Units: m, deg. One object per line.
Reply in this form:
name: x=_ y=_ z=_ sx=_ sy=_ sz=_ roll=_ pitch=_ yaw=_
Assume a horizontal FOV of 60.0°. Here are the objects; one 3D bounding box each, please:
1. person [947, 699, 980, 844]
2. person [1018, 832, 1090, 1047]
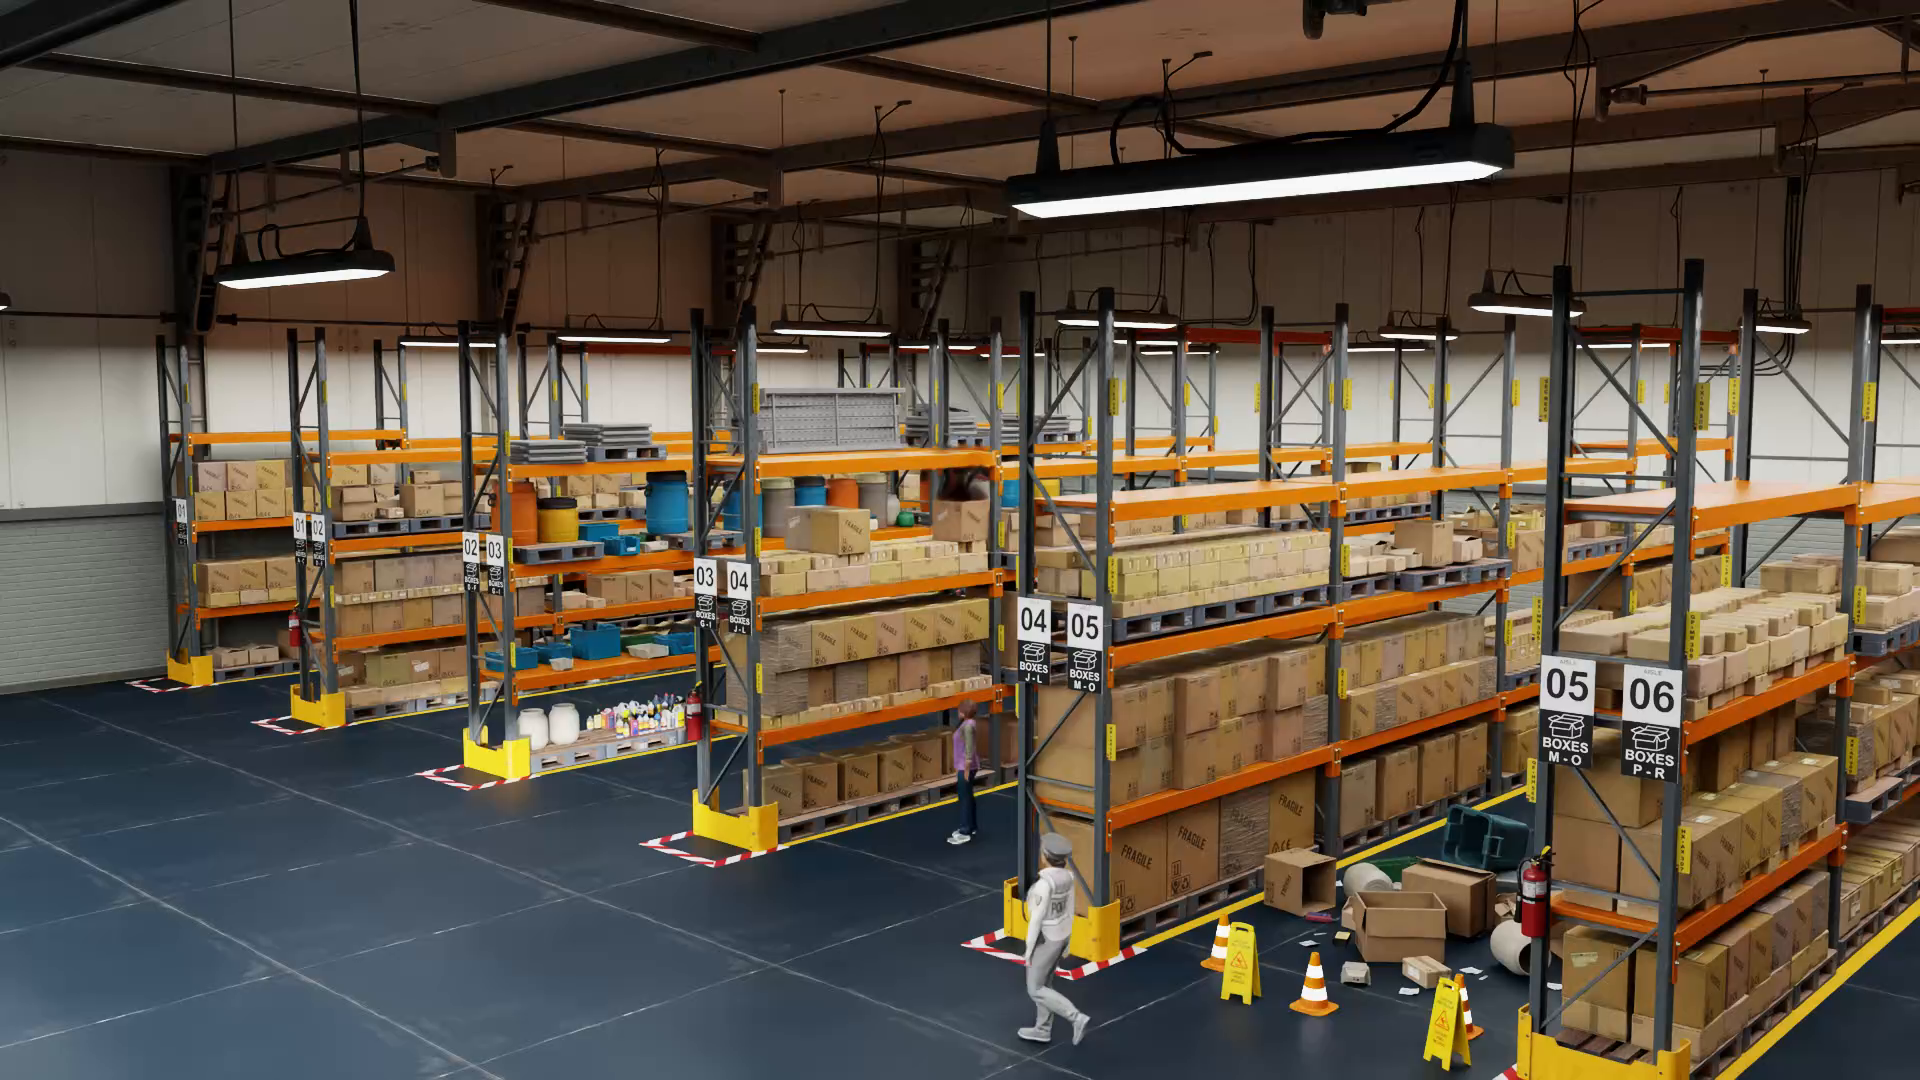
person: x=0.048 y=2.601 z=18.848 sx=0.357 sy=1.615 sz=0.445 roll=1 pitch=5 yaw=5
person: x=0.732 y=3.107 z=12.894 sx=0.667 sy=1.685 sz=0.463 roll=2 pitch=6 yaw=24
